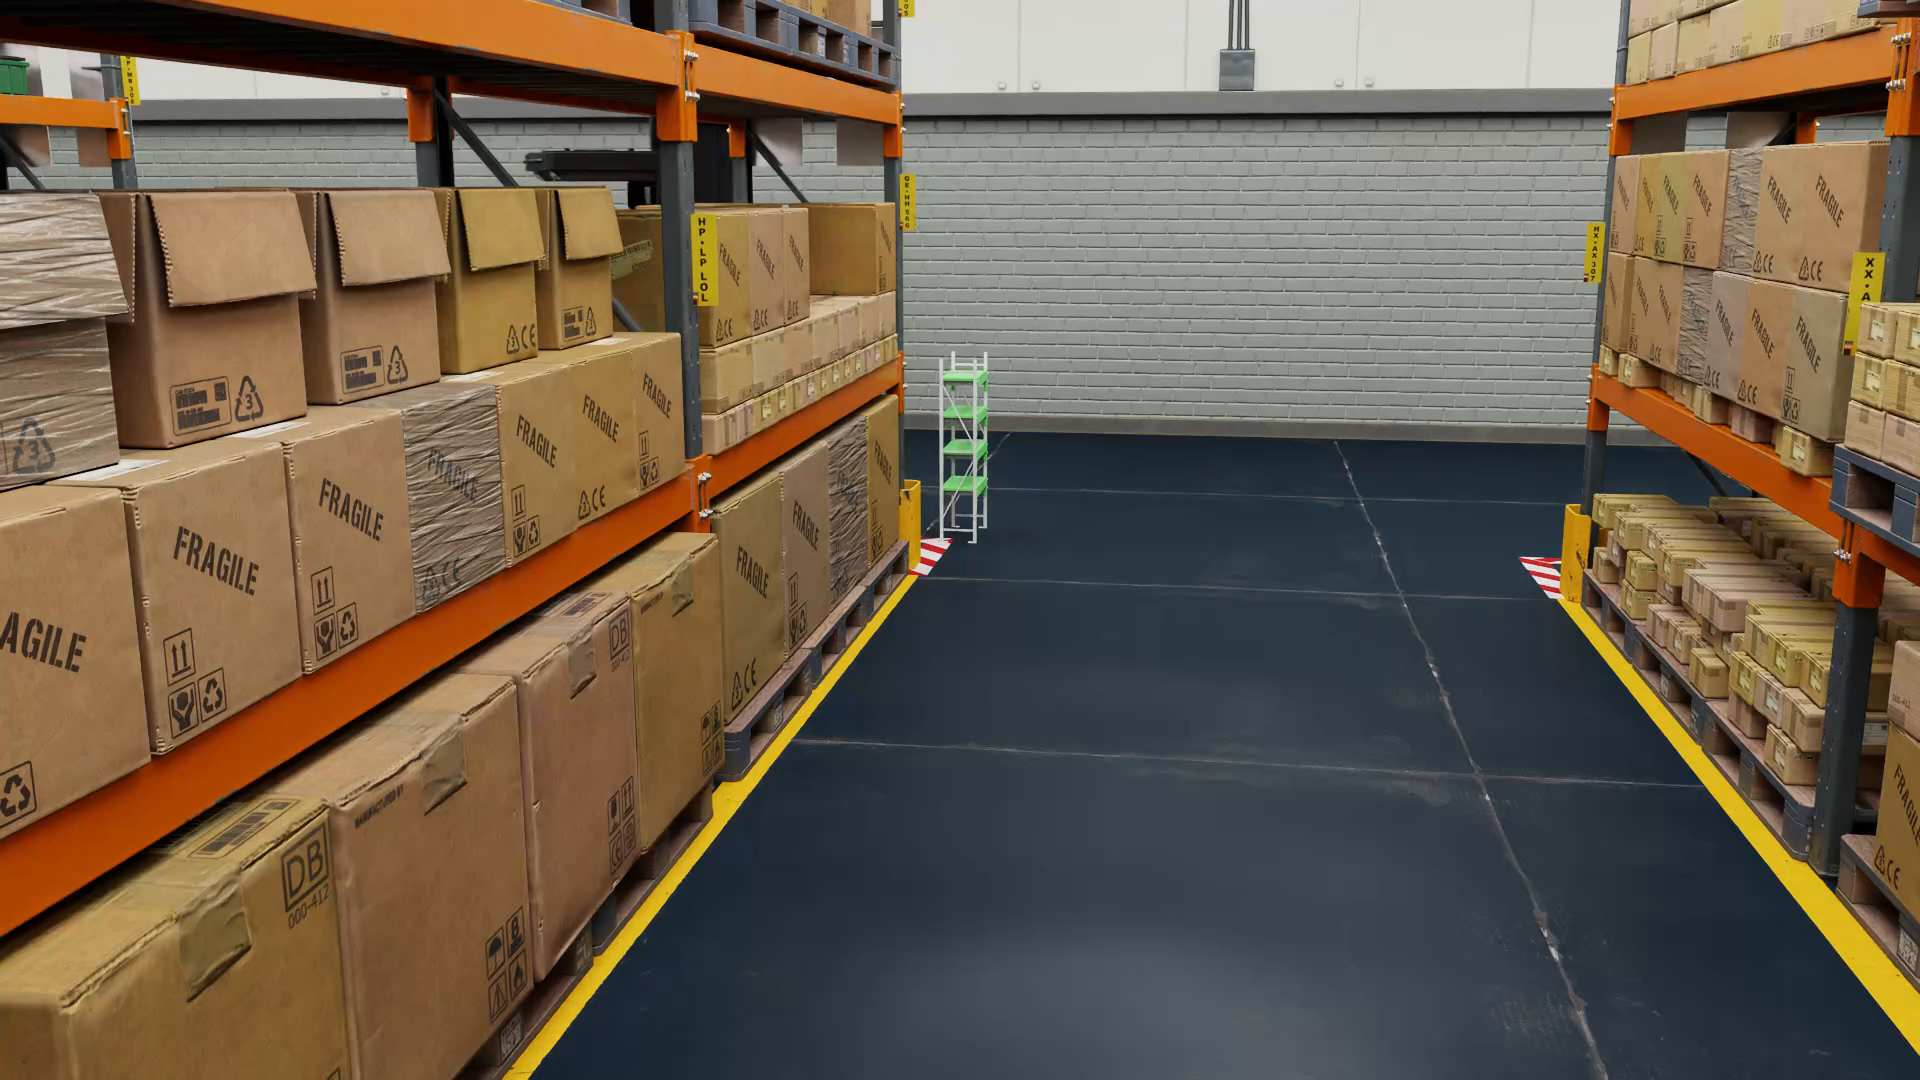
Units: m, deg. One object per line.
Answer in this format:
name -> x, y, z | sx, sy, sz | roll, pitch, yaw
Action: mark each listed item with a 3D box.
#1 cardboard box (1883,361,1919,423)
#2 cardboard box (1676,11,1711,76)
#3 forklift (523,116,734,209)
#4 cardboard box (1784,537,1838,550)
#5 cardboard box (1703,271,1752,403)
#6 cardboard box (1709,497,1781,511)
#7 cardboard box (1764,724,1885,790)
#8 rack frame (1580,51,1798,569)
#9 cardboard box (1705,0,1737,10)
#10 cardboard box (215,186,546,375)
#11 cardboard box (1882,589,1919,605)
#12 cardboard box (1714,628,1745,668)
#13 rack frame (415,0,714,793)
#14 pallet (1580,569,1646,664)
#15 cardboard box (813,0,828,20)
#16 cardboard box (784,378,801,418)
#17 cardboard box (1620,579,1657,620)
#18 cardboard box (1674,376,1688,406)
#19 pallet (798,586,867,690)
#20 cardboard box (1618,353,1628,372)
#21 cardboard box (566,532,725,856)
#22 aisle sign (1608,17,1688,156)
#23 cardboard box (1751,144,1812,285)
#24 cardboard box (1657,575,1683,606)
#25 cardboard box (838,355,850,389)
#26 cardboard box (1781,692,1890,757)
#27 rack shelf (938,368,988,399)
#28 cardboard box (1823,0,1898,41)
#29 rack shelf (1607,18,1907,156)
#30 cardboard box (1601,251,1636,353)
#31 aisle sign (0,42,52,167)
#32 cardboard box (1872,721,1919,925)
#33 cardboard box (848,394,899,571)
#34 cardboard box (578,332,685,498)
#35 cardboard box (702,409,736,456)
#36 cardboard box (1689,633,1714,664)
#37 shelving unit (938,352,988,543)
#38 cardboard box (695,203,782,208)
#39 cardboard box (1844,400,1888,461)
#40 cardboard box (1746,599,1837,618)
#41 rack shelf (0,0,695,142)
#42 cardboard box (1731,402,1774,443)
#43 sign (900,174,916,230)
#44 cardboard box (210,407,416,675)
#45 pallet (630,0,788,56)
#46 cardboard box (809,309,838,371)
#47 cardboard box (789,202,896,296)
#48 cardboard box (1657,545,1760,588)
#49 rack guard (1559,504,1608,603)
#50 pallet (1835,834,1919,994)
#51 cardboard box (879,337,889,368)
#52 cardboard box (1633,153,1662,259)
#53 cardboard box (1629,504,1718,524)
cardboard box -> 2.873, -0.419, 4.713 | 0.380, 0.149, 0.250 | 2, 12, 8
cardboard box -> 3.568, -2.236, 7.485 | 0.500, 0.250, 0.500 | 1, 12, 7
forklift -> -2.222, -1.445, 10.742 | 3.031, 2.935, 1.130 | -5, 13, -20
cardboard box -> 4.112, 0.089, 7.820 | 0.380, 0.149, 0.250 | 2, 12, 11
cardboard box -> 3.380, -0.828, 6.774 | 0.500, 0.500, 0.500 | 2, 12, 8
cardboard box -> 4.210, -0.129, 8.832 | 0.380, 0.149, 0.250 | 2, 12, 9
cardboard box -> 3.150, 0.783, 6.010 | 0.380, 0.149, 0.250 | 2, 12, 9
rack frame -> 4.041, -1.145, 9.188 | 1.000, 3.000, 0.127 | 2, 12, 9
cardboard box -> 3.472, -2.381, 6.971 | 0.500, 0.250, 0.500 | 1, 12, 7
cardboard box -> -1.666, -0.758, 4.772 | 0.797, 0.503, 0.637 | 2, 12, 9
cardboard box -> 3.912, 0.305, 6.817 | 0.380, 0.149, 0.250 | 2, 12, 10
cardboard box -> 3.369, 0.439, 6.902 | 0.380, 0.149, 0.250 | 2, 12, 10
rack frame -> -1.459, -0.494, 6.168 | 1.000, 3.000, 0.127 | 2, 12, 9
pallet -> 3.870, 0.402, 8.629 | 1.003, 0.211, 1.213 | 2, 12, 9
cardboard box -> -1.077, -2.873, 8.614 | 0.700, 0.500, 0.500 | 1, 12, 7
cardboard box -> -0.927, -0.640, 7.440 | 0.380, 0.149, 0.250 | 2, 12, 8
cardboard box -> 3.506, 0.300, 8.250 | 0.380, 0.149, 0.250 | 2, 12, 9
cardboard box -> 3.539, -0.693, 7.684 | 0.380, 0.149, 0.250 | 2, 12, 8
pallet -> -1.080, 0.458, 8.366 | 1.003, 0.211, 1.213 | 2, 12, 9
cardboard box -> 3.669, -0.911, 8.699 | 0.380, 0.149, 0.250 | 2, 12, 11
cardboard box -> -1.538, 0.473, 5.726 | 1.225, 0.875, 0.875 | 2, 12, 9
aisle sign -> 3.756, -2.441, 9.030 | 0.394, 0.787, 0.004 | 2, 12, 9
cardboard box -> 3.305, -1.210, 6.172 | 0.500, 0.500, 0.500 | 1, 12, 7
cardboard box -> 3.565, 0.216, 7.937 | 0.380, 0.149, 0.250 | 1, 12, 6
cardboard box -> -0.769, -0.853, 8.427 | 0.380, 0.149, 0.250 | 2, 12, 9
cardboard box -> 3.160, 0.654, 5.901 | 0.380, 0.149, 0.250 | 2, 12, 10
rack shelf -> 0.026, -1.028, 10.939 | 0.258, 0.148, 0.480 | 2, 12, 9
cardboard box -> 3.235, -1.817, 5.539 | 0.500, 0.250, 0.500 | 2, 12, 10
rack shelf -> 3.734, -1.844, 7.016 | 1.077, 0.370, 4.000 | 2, 12, 9
cardboard box -> 3.699, -1.255, 8.754 | 0.500, 0.500, 0.500 | 2, 12, 11
aisle sign -> -6.021, -2.783, 10.616 | 0.394, 0.787, 0.004 | 2, 12, 9
cardboard box -> 3.050, 0.849, 4.870 | 0.500, 0.500, 0.500 | 2, 12, 11
cardboard box -> -0.864, -0.358, 9.581 | 0.875, 0.875, 0.875 | 2, 12, 9
cardboard box -> -1.261, -0.437, 5.664 | 0.500, 0.500, 0.500 | 2, 12, 9
cardboard box -> -1.085, -0.422, 6.430 | 0.380, 0.149, 0.250 | 2, 12, 9
cardboard box -> 3.415, 0.515, 7.252 | 0.380, 0.149, 0.250 | 2, 12, 10
shelving unit -> 0.025, -0.621, 11.027 | 0.258, 1.200, 0.503 | 2, 12, 9
cardboard box -> -1.262, -1.571, 9.031 | 0.500, 0.500, 0.500 | 2, 12, 7
cardboard box -> 2.911, -0.328, 4.995 | 0.380, 0.149, 0.250 | 1, 12, 6
cardboard box -> 3.372, 0.344, 6.634 | 0.380, 0.149, 0.250 | 2, 12, 11
rack shelf -> -1.767, -1.193, 3.996 | 1.077, 0.370, 4.000 | 2, 12, 9
cardboard box -> 3.347, -0.478, 6.688 | 0.380, 0.149, 0.250 | 1, 12, 6
sign -> -0.310, -1.988, 9.789 | 0.100, 0.325, 0.005 | 2, 12, 9
cardboard box -> -1.579, -0.017, 3.716 | 0.500, 0.500, 0.500 | 2, 12, 8
pallet -> -1.323, -2.087, 6.650 | 1.003, 0.211, 1.213 | 2, 12, 9
cardboard box -> -0.889, -0.970, 8.023 | 0.500, 0.250, 0.500 | 2, 12, 9
cardboard box -> -0.659, -1.656, 9.427 | 0.500, 0.500, 0.500 | 2, 12, 9
cardboard box -> 3.442, 0.125, 7.652 | 0.380, 0.149, 0.250 | 2, 12, 10
rack guard -> 4.030, 0.092, 9.378 | 1.175, 0.500, 0.348 | 2, 12, 9
pallet -> 3.308, 1.213, 4.866 | 1.003, 0.211, 1.213 | 2, 12, 9
cardboard box -> -0.612, -1.065, 9.413 | 0.380, 0.149, 0.250 | 2, 12, 9
cardboard box -> 3.639, -1.638, 8.159 | 0.500, 0.500, 0.500 | 2, 12, 10
cardboard box -> 3.701, -0.089, 8.642 | 0.380, 0.149, 0.250 | 2, 12, 10
